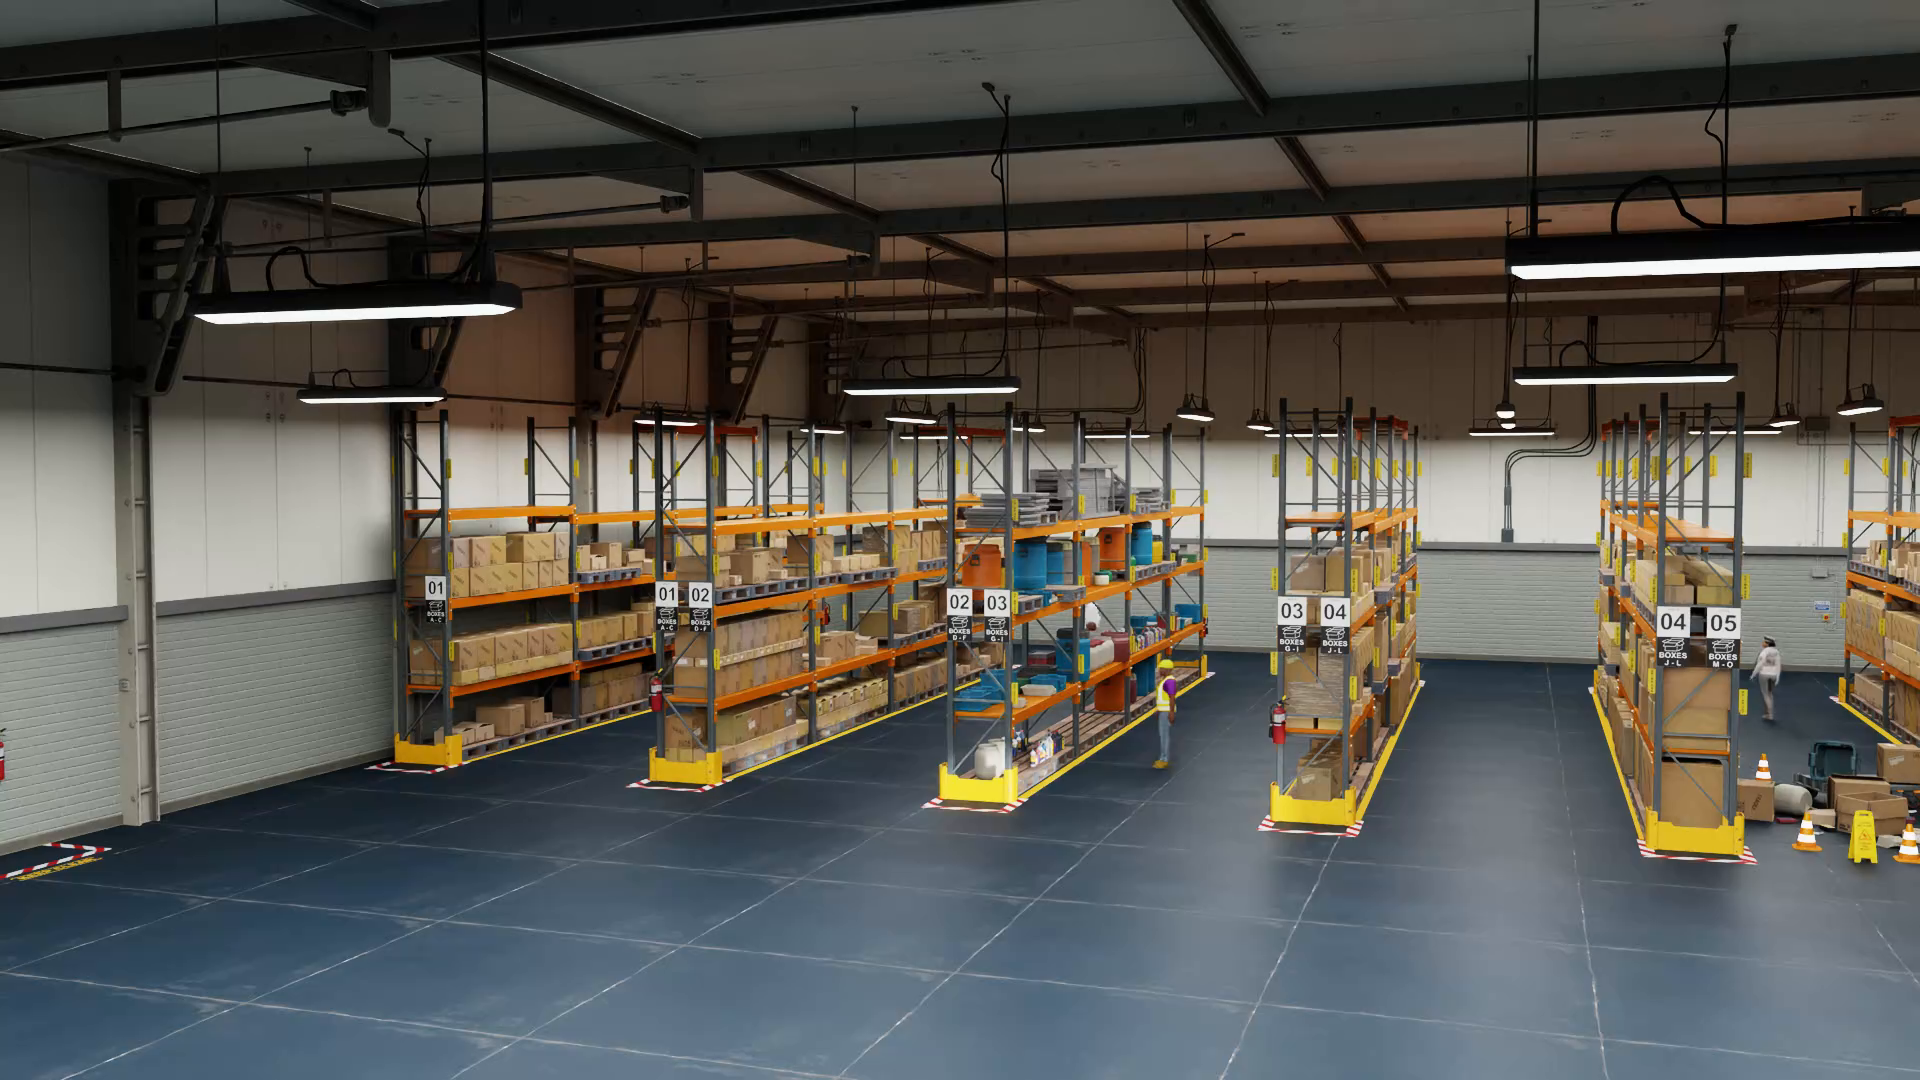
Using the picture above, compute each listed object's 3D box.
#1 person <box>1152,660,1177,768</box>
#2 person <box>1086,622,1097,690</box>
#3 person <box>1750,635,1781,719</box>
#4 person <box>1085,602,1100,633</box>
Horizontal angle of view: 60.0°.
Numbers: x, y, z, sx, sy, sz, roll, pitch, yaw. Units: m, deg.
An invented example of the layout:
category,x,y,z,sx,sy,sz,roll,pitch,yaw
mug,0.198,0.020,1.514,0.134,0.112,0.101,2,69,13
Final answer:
category,x,y,z,sx,sy,sz,roll,pitch,yaw
person,3.424,2.914,28.042,0.455,1.779,0.666,0,2,-1
person,2.838,2.603,37.581,0.532,1.535,0.916,-1,3,-18
person,16.060,2.742,33.101,0.554,1.723,0.636,0,2,1
person,3.321,2.270,43.242,0.494,1.803,0.573,-1,3,-30
